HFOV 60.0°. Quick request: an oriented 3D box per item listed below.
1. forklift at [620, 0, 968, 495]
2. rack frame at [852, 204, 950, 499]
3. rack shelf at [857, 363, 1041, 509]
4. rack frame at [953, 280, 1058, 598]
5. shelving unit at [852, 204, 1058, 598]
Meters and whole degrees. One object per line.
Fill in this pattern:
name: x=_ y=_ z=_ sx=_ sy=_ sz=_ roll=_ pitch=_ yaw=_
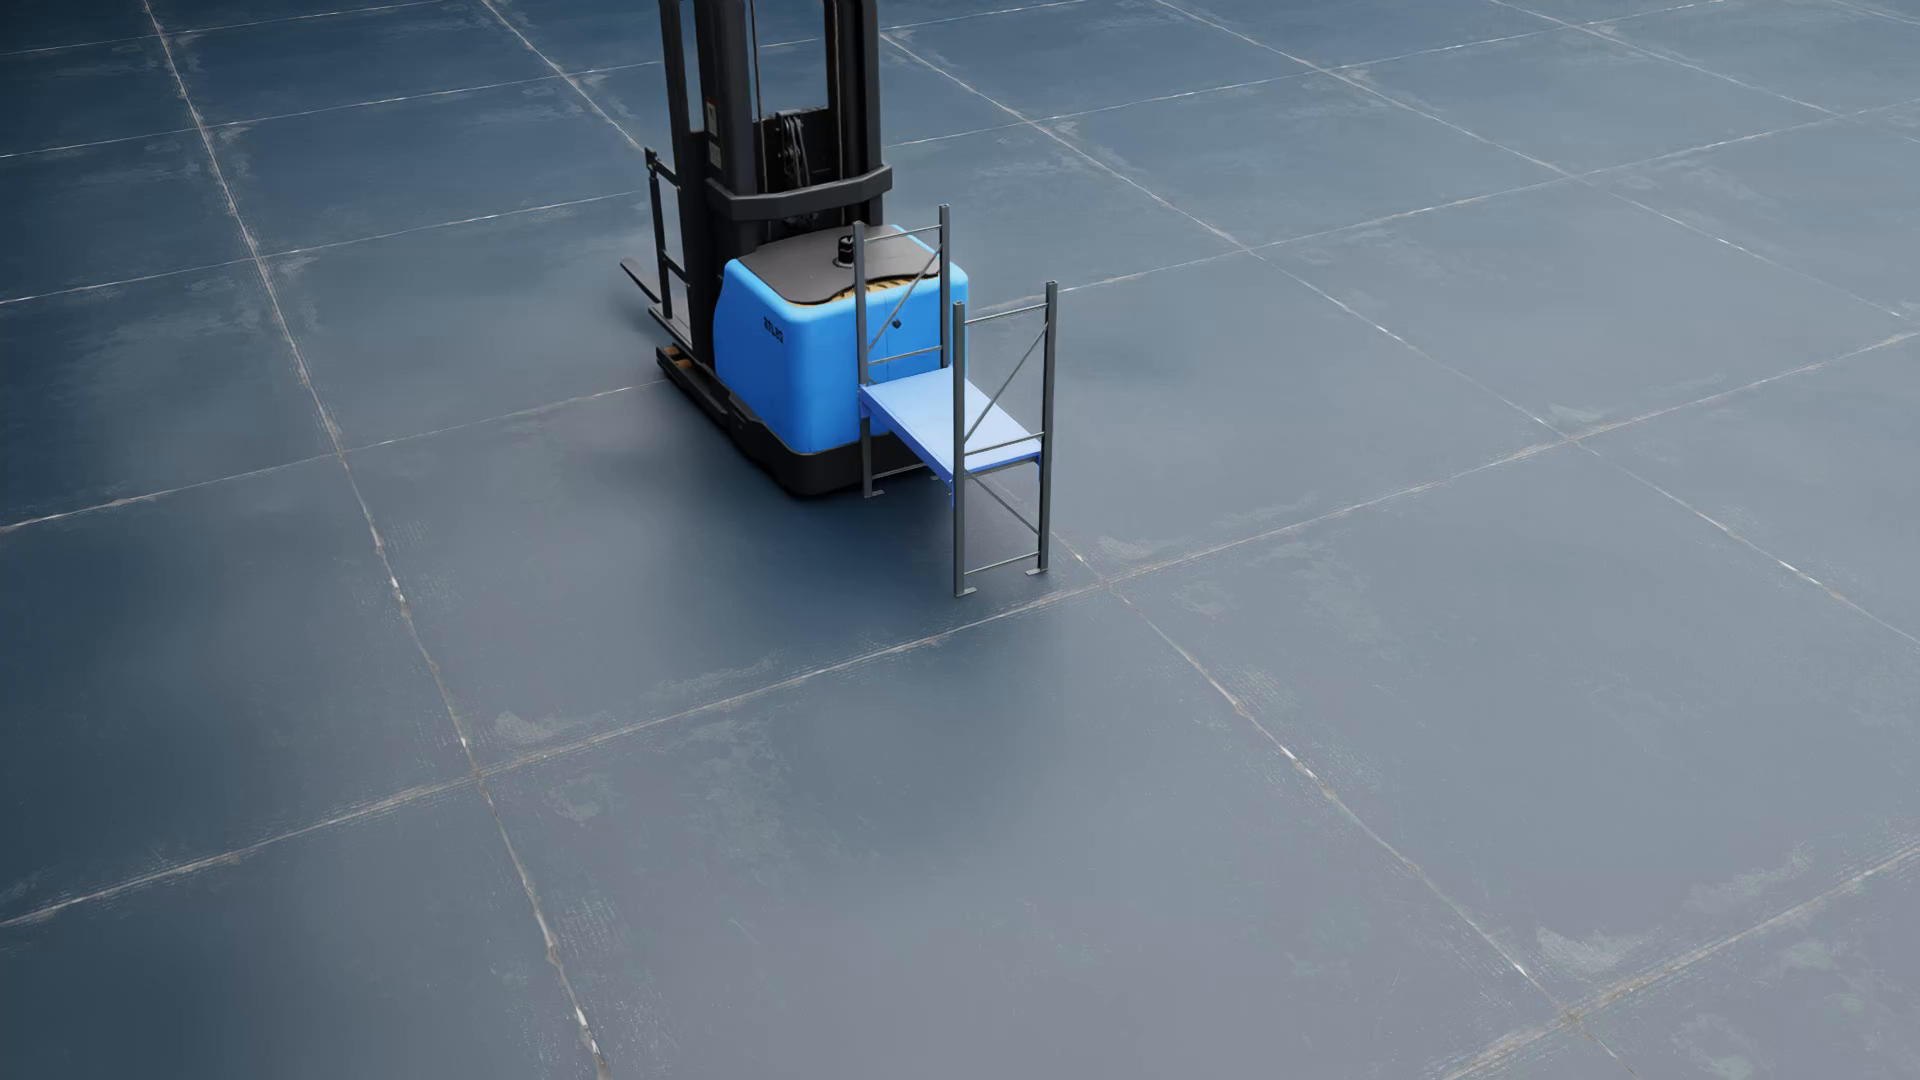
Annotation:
forklift: x=-1.122 y=-2.227 z=9.009 sx=1.130 sy=2.935 sz=3.031 roll=-18 pitch=37 yaw=-25
rack frame: x=-0.277 y=-0.915 z=8.288 sx=0.500 sy=1.500 sz=0.032 roll=-16 pitch=36 yaw=-23
rack shelf: x=-0.040 y=-0.521 z=8.006 sx=0.538 sy=0.185 sz=1.000 roll=-16 pitch=36 yaw=-23
rack frame: x=0.197 y=-0.430 z=7.530 sx=0.500 sy=1.500 sz=0.032 roll=-16 pitch=36 yaw=-23
shelving unit: x=-0.040 y=-0.672 z=7.909 sx=0.538 sy=1.500 sz=1.048 roll=-16 pitch=36 yaw=-23
